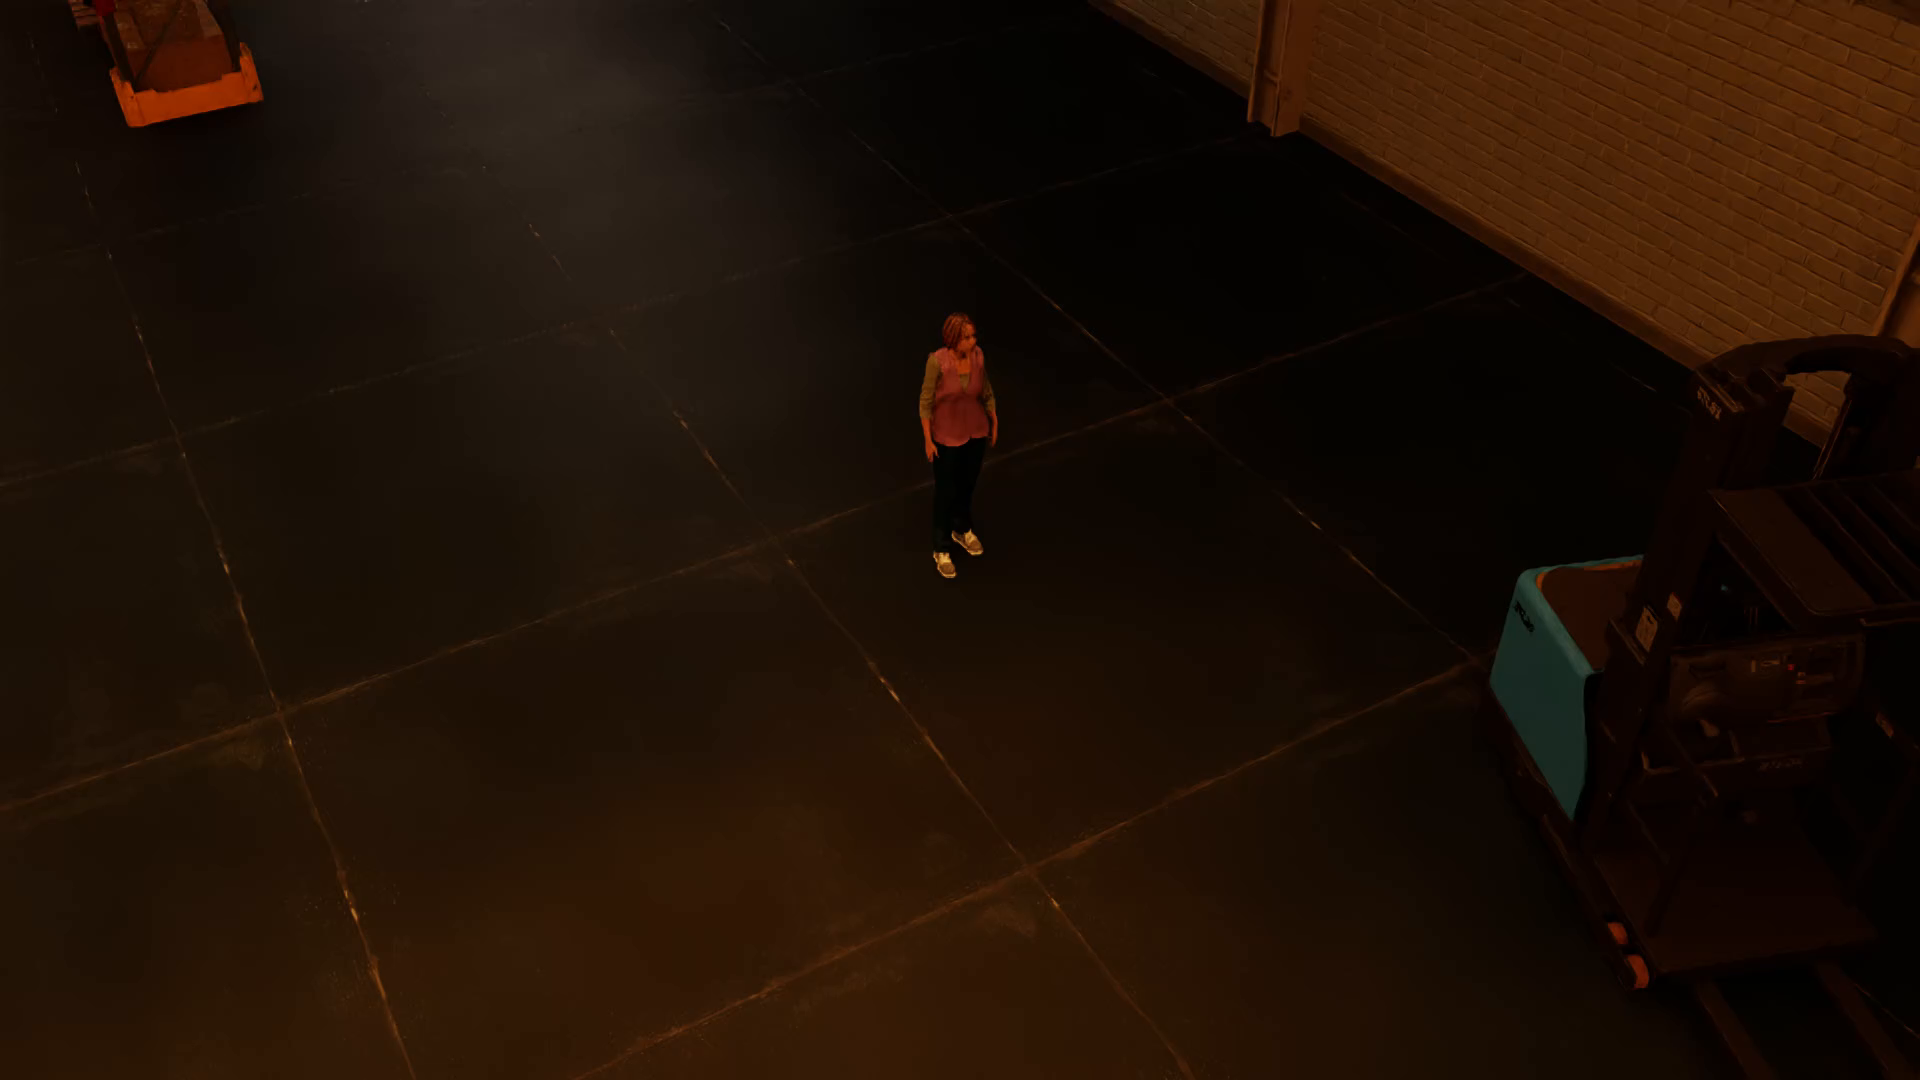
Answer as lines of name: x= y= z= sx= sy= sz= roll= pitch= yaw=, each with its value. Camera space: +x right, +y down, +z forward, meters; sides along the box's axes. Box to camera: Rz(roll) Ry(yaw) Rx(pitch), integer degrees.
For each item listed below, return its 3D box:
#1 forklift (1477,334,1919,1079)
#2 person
forklift: x=3.587 y=0.720 z=7.168 sx=1.130 sy=2.935 sz=3.031 roll=-7 pitch=40 yaw=-8
person: x=0.025 y=-0.575 z=9.763 sx=0.520 sy=1.597 sz=0.474 roll=-20 pitch=44 yaw=-23
